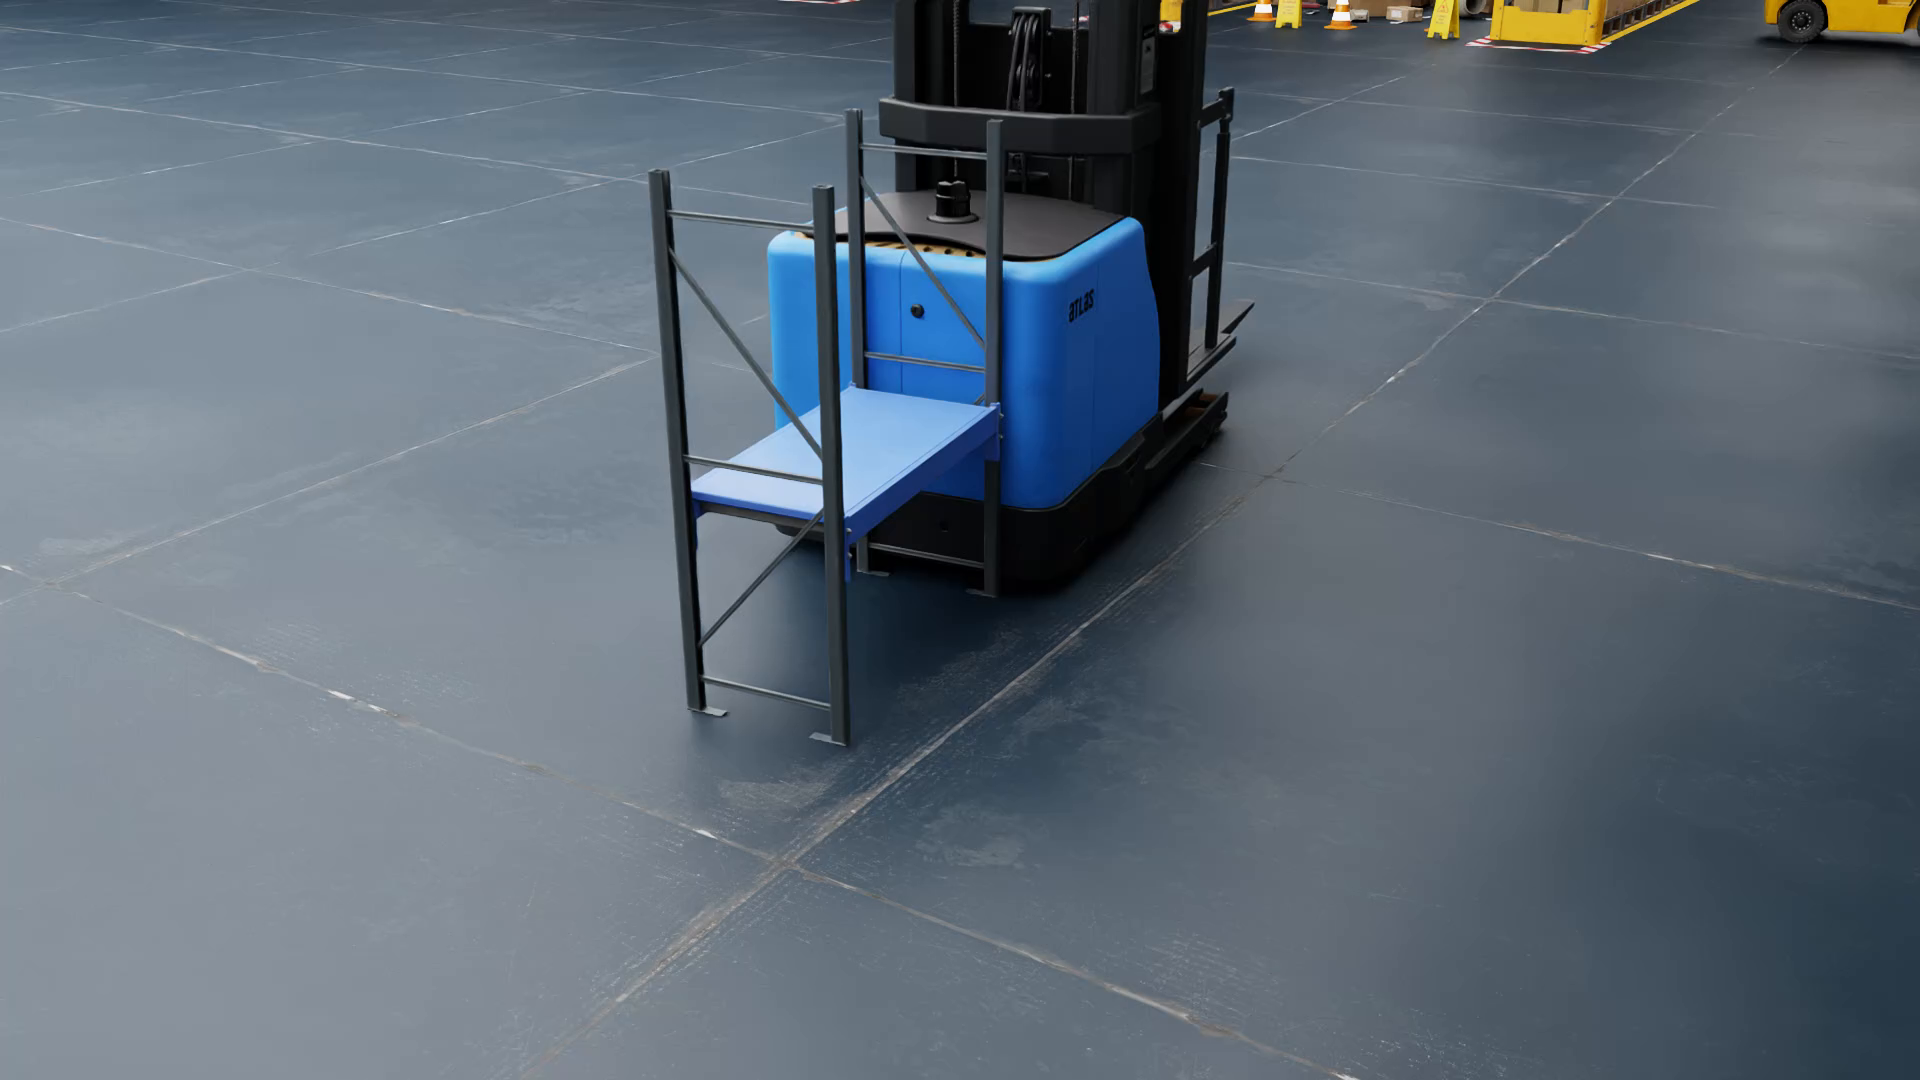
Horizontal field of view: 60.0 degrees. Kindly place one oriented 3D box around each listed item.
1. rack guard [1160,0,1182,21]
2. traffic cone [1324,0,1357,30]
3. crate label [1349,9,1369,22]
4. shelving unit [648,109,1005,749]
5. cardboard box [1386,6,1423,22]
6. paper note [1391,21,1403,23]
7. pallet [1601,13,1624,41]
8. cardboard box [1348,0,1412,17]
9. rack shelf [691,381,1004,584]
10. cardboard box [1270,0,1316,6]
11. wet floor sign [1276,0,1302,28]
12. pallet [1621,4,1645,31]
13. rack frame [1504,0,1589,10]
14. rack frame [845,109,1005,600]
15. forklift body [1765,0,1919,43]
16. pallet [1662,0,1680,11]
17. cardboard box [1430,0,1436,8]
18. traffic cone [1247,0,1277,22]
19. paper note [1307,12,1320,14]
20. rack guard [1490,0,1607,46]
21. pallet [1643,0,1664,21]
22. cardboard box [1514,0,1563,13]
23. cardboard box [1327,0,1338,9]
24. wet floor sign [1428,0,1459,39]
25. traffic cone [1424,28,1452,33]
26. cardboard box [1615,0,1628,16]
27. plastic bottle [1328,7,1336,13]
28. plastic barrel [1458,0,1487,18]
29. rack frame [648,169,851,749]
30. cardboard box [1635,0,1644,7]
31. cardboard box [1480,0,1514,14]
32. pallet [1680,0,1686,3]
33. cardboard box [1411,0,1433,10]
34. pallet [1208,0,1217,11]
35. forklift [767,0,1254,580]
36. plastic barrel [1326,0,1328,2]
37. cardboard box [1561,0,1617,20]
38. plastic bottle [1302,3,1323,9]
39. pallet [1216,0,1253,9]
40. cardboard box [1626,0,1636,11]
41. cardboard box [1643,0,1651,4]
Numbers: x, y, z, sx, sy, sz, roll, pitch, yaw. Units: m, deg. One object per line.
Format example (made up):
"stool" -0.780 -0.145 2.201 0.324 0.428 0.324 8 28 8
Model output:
"rack guard" 2.277 -6.824 20.885 1.175 0.500 0.348 14 27 29
"traffic cone" 4.557 -6.345 19.825 0.336 0.463 0.334 14 27 29
"crate label" 4.919 -6.474 20.533 0.250 0.136 0.298 1 23 2
"shelving unit" -0.317 -0.360 4.693 0.538 1.500 1.048 10 25 22
"cardboard box" 5.523 -6.533 20.655 0.250 0.149 0.380 -12 26 -26
"paper note" 5.356 -6.350 20.380 0.148 0.019 0.142 5 24 11
"pallet" 7.047 -5.989 19.319 1.003 0.211 1.213 14 27 29
"cardboard box" 5.324 -6.954 21.180 0.797 0.503 0.637 -3 24 -7
"rack shelf" -0.317 -0.194 4.764 0.538 0.185 1.000 10 25 22
"cardboard box" 4.453 -7.445 22.314 0.500 0.500 0.500 20 30 38
"wet floor sign" 3.957 -6.474 19.894 0.267 0.644 0.232 9 25 20
"pallet" 7.691 -6.399 20.266 1.003 0.211 1.213 14 27 29
"rack frame" 6.548 -6.976 18.089 1.000 3.000 0.127 14 27 29
"rack frame" -0.107 -0.543 5.117 0.500 1.500 0.032 10 25 22
"forklift body" 10.218 -6.570 18.220 2.313 2.155 1.214 14 27 29
"pallet" 9.068 -7.310 22.370 1.003 0.211 1.213 14 27 29
"cardboard box" 6.405 -7.247 22.155 0.258 0.266 0.396 -3 24 -7
"traffic cone" 3.776 -6.697 20.637 0.336 0.463 0.334 14 27 29
"paper note" 4.537 -6.776 21.365 0.142 0.017 0.144 -17 29 -35
"rack guard" 6.588 -5.855 18.645 1.175 0.500 0.348 14 27 29
"pallet" 8.334 -6.813 21.221 1.003 0.211 1.213 14 27 29
"cardboard box" 6.759 -6.245 19.331 0.500 0.250 0.500 14 27 29
"cardboard box" 5.058 -7.109 21.837 0.396 0.266 0.258 20 30 38
"wet floor sign" 5.539 -6.056 18.927 0.232 0.644 0.267 -17 29 -35
"traffic cone" 5.679 -6.228 19.553 0.336 0.463 0.334 14 27 29
"cardboard box" 7.484 -6.292 19.442 0.500 0.250 0.500 15 28 31
"plastic bottle" 4.839 -6.860 21.519 0.133 0.061 0.283 5 24 11
"plastic barrel" 6.352 -6.808 20.944 0.421 0.421 0.512 -7 24 -17
"rack frame" -0.528 -0.176 4.268 0.500 1.500 0.032 10 25 22
"cardboard box" 8.030 -6.649 20.266 0.500 0.250 0.500 14 27 30
"cardboard box" 6.937 -7.104 21.527 0.500 0.500 0.500 -7 24 -17
"pallet" 9.710 -7.723 23.325 1.003 0.211 1.213 14 27 29
"cardboard box" 5.810 -7.334 21.886 0.797 0.637 0.503 14 27 29
"pallet" 2.645 -6.986 21.622 1.003 0.211 1.213 14 27 29
"forklift" 0.440 -1.770 6.149 1.130 2.935 3.031 10 25 22
"plastic barrel" 5.104 -7.443 22.410 0.421 0.421 0.512 -7 24 -17
"cardboard box" 7.209 -6.122 19.047 0.500 0.250 0.500 14 27 29
"plastic bottle" 4.659 -7.075 22.017 0.283 0.061 0.133 5 24 11
"pallet" 3.289 -7.396 22.569 1.003 0.211 1.213 14 27 29
"cardboard box" 7.762 -6.479 19.873 0.500 0.250 0.500 16 28 32
"cardboard box" 8.302 -6.820 20.660 0.500 0.250 0.500 13 27 28
